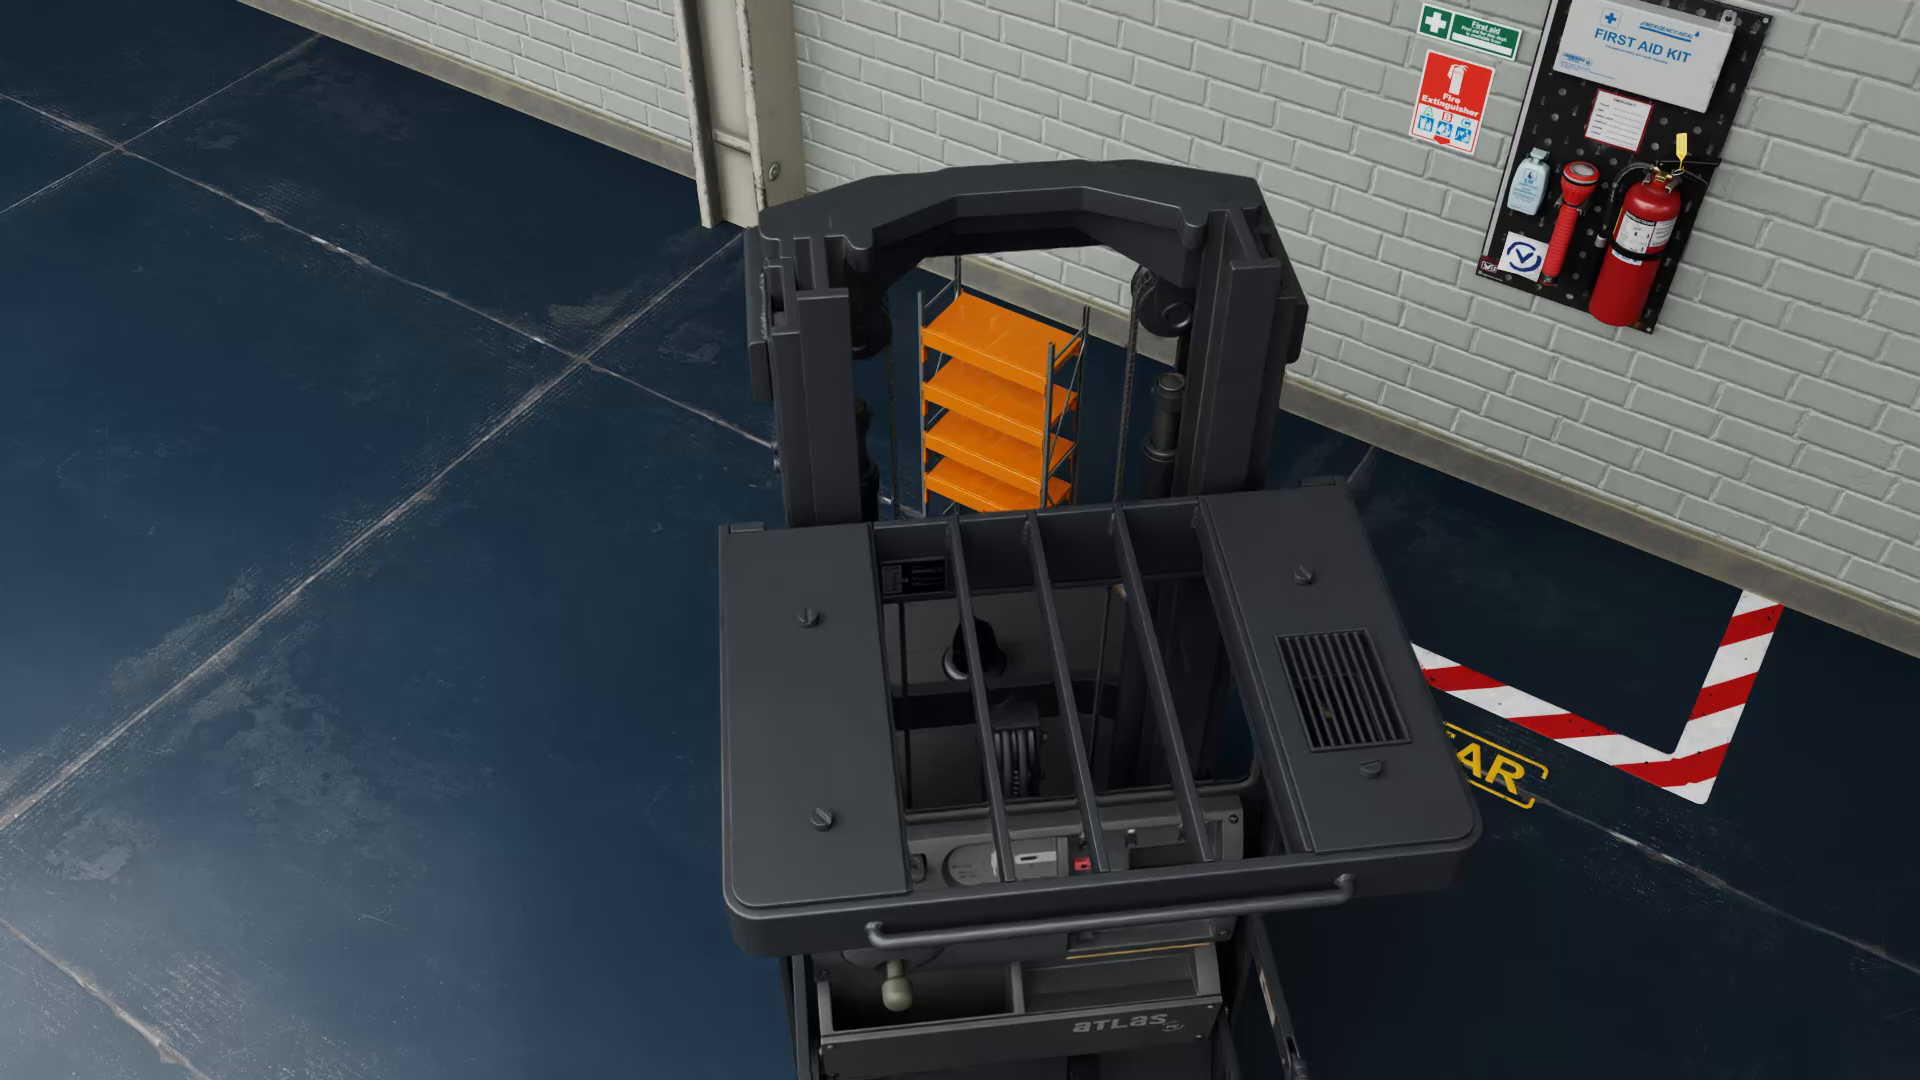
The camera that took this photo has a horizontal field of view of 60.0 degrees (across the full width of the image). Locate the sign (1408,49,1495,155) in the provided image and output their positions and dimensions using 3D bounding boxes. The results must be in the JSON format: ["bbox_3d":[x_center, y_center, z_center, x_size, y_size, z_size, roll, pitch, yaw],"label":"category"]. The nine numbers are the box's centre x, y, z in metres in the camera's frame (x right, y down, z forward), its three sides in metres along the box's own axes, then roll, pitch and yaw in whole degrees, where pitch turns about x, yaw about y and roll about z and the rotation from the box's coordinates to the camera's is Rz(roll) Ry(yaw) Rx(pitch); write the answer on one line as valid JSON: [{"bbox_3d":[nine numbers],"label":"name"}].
[{"bbox_3d":[1.638,-1.460,5.552,0.234,0.329,0.001,25,51,22],"label":"sign"}]

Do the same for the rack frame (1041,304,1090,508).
[{"bbox_3d":[0.345,-0.260,5.666,0.015,1.200,0.240,25,51,22],"label":"rack frame"}]

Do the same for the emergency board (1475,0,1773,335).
[{"bbox_3d":[2.048,-1.171,5.296,0.643,1.169,0.194,25,51,22],"label":"emergency board"}]

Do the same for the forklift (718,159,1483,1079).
[{"bbox_3d":[0.164,0.863,3.367,1.130,2.935,3.031,-5,46,-5],"label":"forklift"}]

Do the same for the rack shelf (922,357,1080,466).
[{"bbox_3d":[0.139,-0.463,5.645,0.480,0.148,0.258,25,51,22],"label":"rack shelf"}]

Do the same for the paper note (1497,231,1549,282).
[{"bbox_3d":[1.936,-0.974,5.719,0.142,0.148,0.016,25,51,22],"label":"paper note"}]

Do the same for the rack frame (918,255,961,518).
[{"bbox_3d":[-0.066,-0.449,5.849,0.015,1.200,0.240,25,51,22],"label":"rack frame"}]

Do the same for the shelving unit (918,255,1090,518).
[{"bbox_3d":[0.139,-0.354,5.757,0.503,1.200,0.258,25,51,22],"label":"shelving unit"}]

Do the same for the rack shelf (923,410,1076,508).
[{"bbox_3d":[0.139,-0.307,5.806,0.480,0.148,0.258,25,51,22],"label":"rack shelf"}]

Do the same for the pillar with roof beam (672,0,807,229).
[{"bbox_3d":[-3.267,-2.006,1.924,0.400,9.000,9.100,25,51,22],"label":"pillar with roof beam"}]

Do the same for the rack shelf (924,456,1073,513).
[{"bbox_3d":[0.139,-0.169,5.948,0.480,0.148,0.258,25,51,22],"label":"rack shelf"}]

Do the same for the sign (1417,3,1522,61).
[{"bbox_3d":[1.637,-1.637,5.355,0.331,0.109,0.001,25,51,22],"label":"sign"}]

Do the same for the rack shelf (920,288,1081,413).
[{"bbox_3d":[0.139,-0.628,5.476,0.480,0.148,0.258,25,51,22],"label":"rack shelf"}]
